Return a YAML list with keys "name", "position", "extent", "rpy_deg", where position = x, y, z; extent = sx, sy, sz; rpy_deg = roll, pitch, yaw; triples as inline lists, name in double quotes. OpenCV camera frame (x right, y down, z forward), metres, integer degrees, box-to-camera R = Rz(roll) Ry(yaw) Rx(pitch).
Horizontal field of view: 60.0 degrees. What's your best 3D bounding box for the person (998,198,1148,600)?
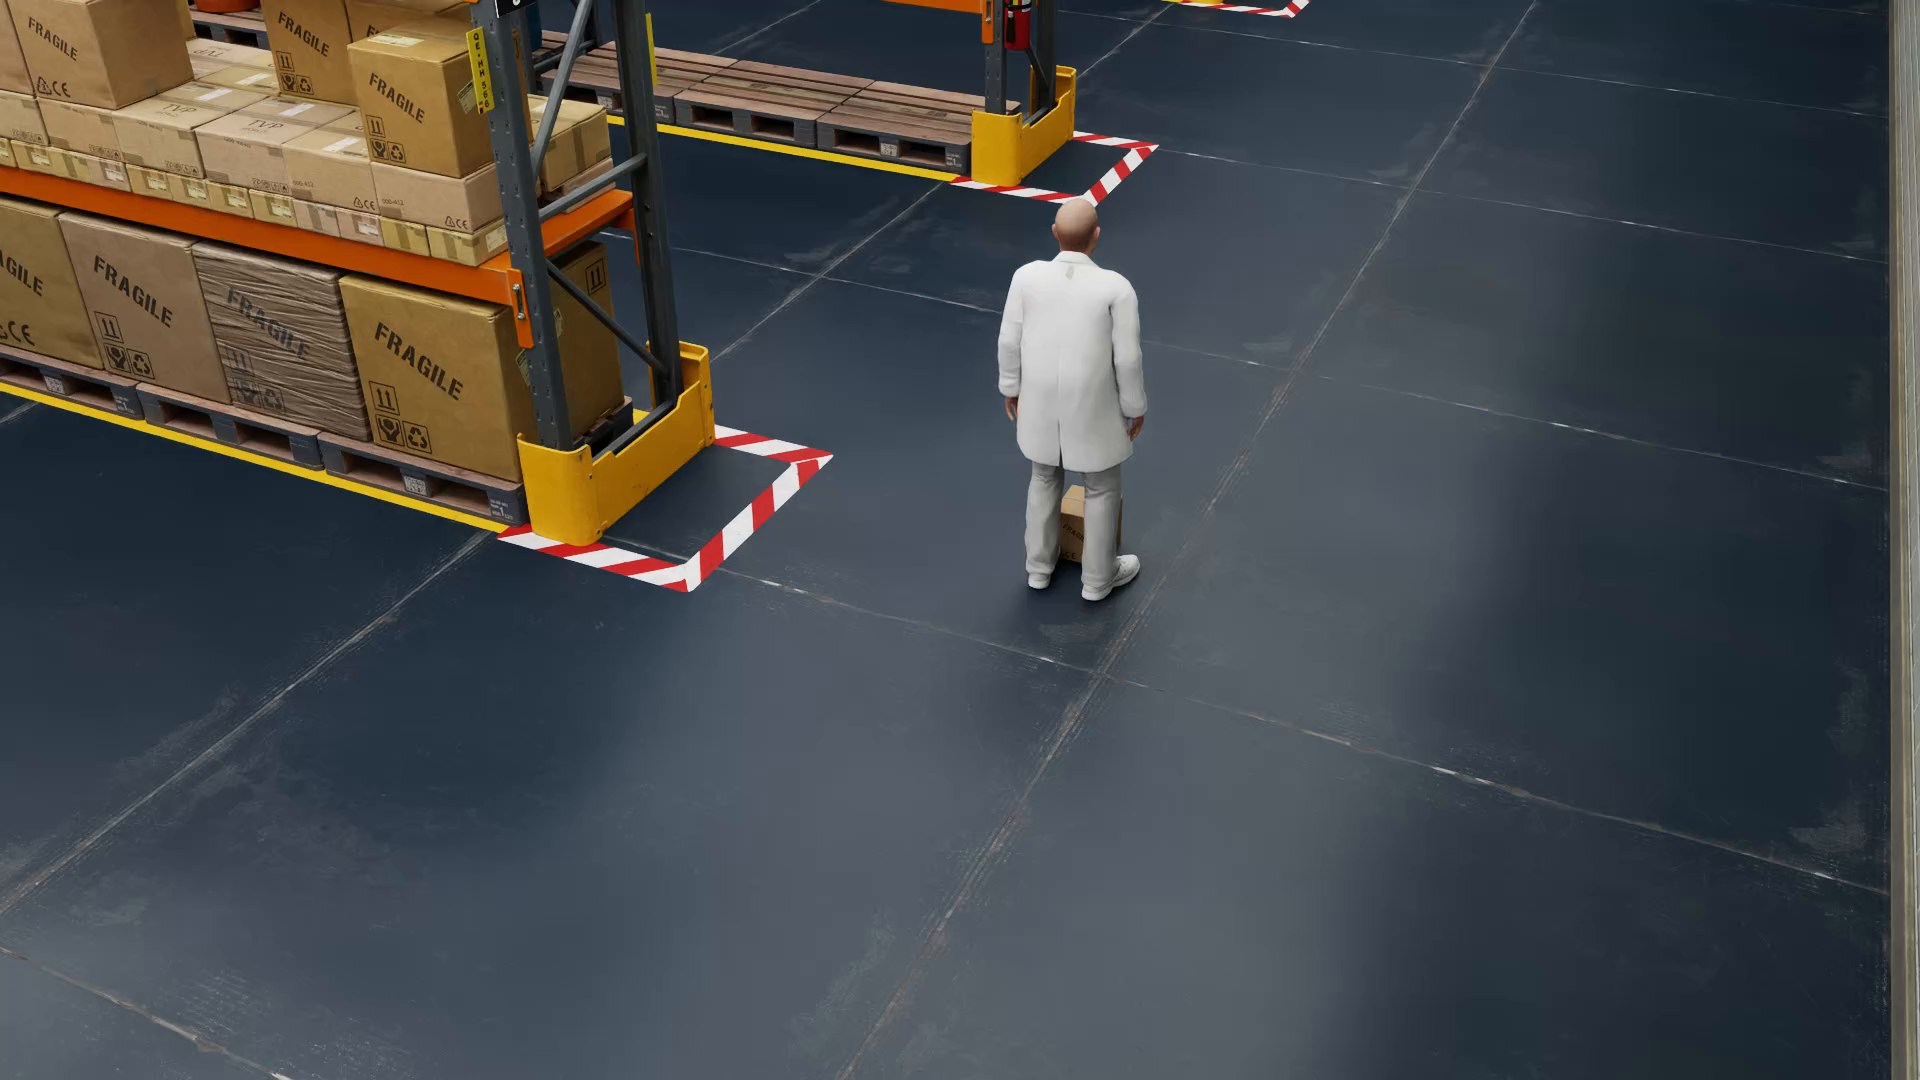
- name: "person"
  position: [0.472, -0.581, 7.040]
  extent: [0.654, 1.774, 0.421]
  rpy_deg: [12, 35, 18]
